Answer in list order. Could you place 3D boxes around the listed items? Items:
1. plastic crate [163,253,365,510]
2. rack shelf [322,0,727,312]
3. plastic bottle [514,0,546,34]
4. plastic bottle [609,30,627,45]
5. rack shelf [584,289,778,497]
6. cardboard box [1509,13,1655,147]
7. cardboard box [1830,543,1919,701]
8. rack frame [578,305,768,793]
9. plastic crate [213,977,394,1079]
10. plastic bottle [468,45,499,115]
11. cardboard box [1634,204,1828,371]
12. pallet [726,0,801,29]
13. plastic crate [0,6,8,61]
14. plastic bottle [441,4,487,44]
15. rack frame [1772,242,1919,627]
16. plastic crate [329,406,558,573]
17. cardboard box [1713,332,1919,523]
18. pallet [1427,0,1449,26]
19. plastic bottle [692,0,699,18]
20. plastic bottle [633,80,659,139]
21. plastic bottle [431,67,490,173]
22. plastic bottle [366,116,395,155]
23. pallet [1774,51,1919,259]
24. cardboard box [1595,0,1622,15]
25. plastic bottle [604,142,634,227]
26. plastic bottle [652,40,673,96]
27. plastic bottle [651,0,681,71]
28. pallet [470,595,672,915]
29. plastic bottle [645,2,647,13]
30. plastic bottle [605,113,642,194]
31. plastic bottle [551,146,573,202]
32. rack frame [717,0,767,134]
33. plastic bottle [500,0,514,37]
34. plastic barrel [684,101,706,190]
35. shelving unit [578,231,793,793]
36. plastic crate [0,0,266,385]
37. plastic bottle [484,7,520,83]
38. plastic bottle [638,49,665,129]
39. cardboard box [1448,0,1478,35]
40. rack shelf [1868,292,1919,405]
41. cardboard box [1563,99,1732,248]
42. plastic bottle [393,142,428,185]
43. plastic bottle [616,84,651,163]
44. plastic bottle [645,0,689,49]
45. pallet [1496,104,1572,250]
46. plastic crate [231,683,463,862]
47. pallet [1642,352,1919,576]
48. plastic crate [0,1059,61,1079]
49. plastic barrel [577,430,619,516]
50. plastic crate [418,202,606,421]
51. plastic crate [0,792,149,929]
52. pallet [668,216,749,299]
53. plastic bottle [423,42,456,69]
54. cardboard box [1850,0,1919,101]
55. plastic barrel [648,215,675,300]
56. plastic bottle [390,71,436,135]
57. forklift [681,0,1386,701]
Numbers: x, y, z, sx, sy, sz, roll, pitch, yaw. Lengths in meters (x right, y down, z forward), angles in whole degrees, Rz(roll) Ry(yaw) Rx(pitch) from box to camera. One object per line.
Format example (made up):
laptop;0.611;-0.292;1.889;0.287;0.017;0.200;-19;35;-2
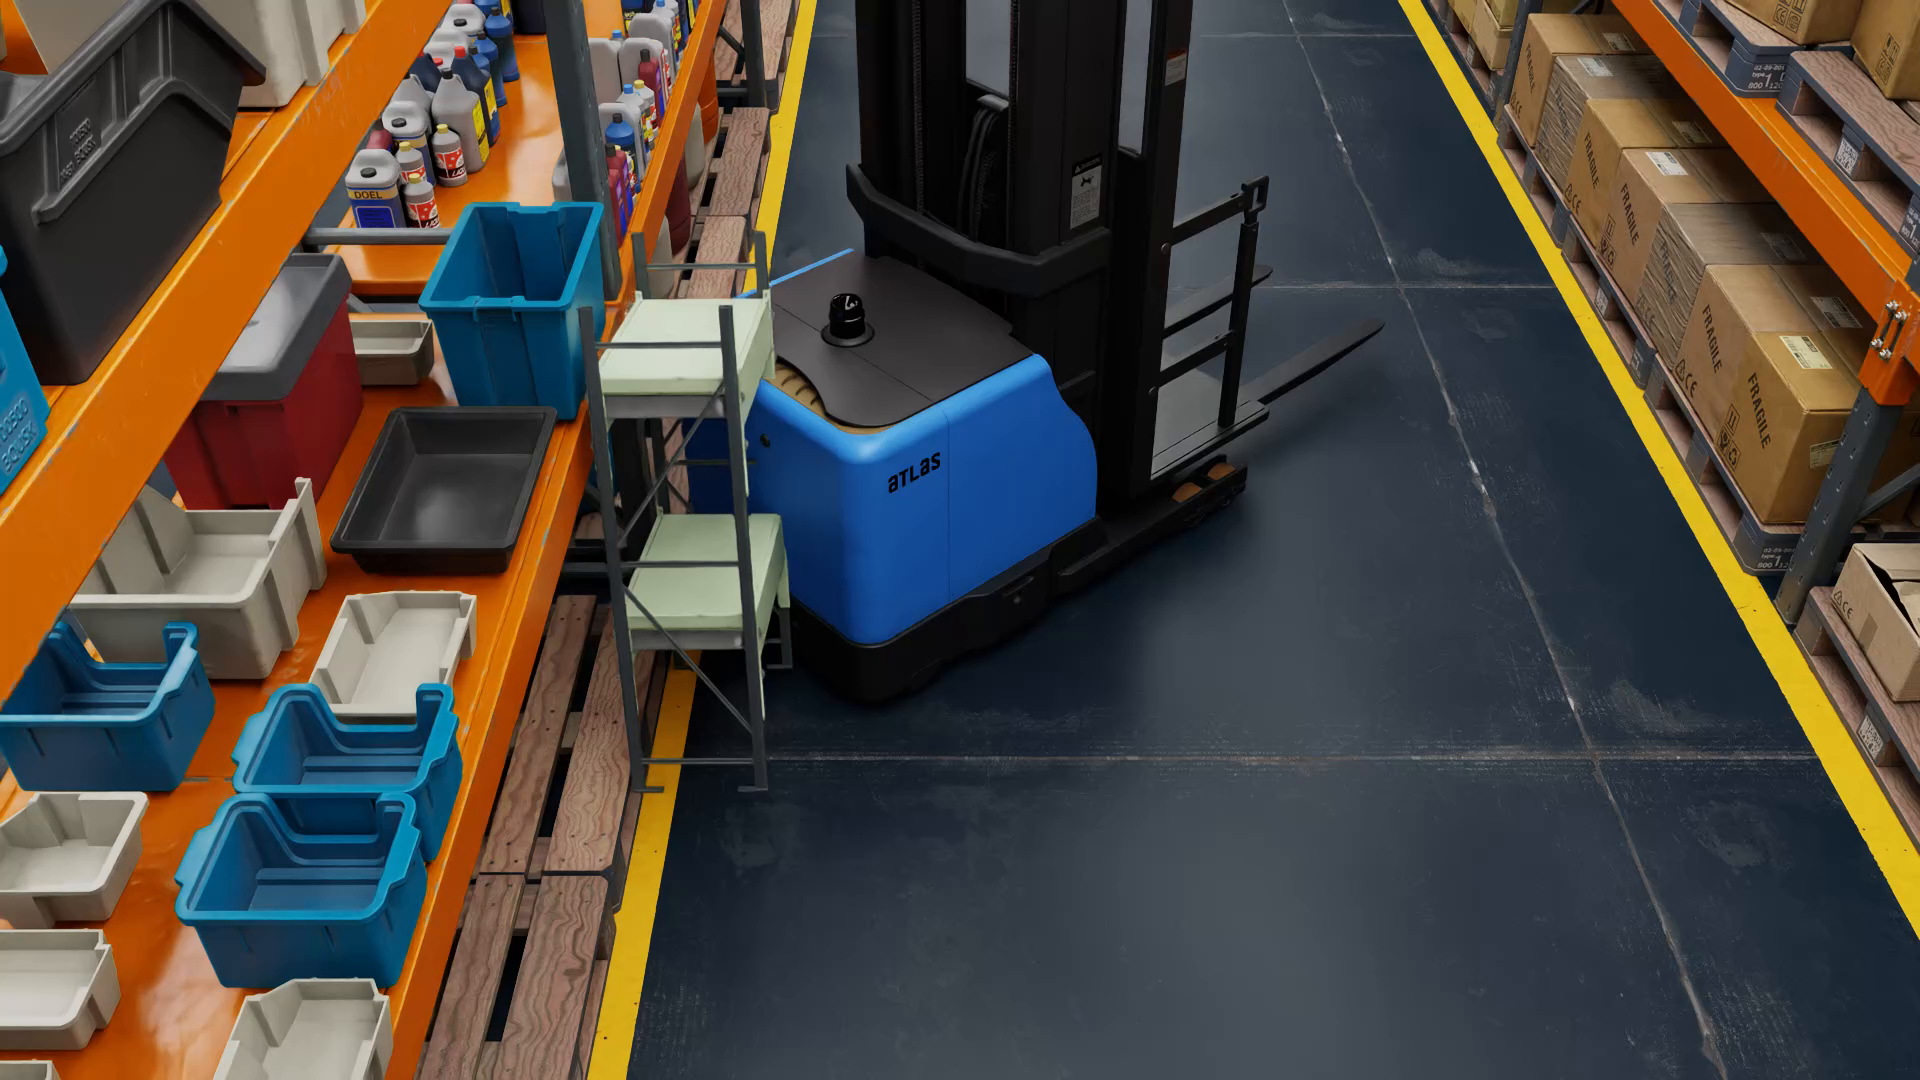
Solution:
plastic crate;-1.790;-0.392;4.241;0.402;0.464;0.583;0;39;0
rack shelf;-1.542;-1.872;6.762;1.077;0.370;4.000;0;39;0
plastic bottle;-1.717;-2.230;6.674;0.144;0.351;0.185;0;39;0
plastic bottle;-1.285;-1.826;6.289;0.097;0.201;0.097;0;39;0
rack shelf;-0.783;-0.439;4.804;0.431;0.370;0.720;0;26;1
cardboard box;3.124;-2.316;8.388;0.500;0.500;0.500;2;39;2
cardboard box;3.198;0.237;5.354;0.500;0.311;0.500;0;39;0
rack frame;-0.783;0.071;4.642;0.400;1.500;0.023;0;26;1
plastic crate;-1.125;0.900;2.892;0.250;0.136;0.298;0;39;0
plastic bottle;-1.740;-1.653;6.017;0.097;0.271;0.097;0;39;0
cardboard box;3.134;-1.030;6.784;0.500;0.500;0.500;0;39;1
pallet;-1.505;-3.560;10.524;1.003;0.211;1.213;0;39;0
plastic crate;-1.786;-0.760;2.612;0.437;0.136;0.530;0;39;0
plastic bottle;-1.865;-1.873;6.287;0.152;0.276;0.135;0;39;0
rack frame;3.414;-0.903;4.978;1.000;3.000;0.127;0;39;0
plastic crate;-1.270;-0.118;4.171;0.437;0.125;0.590;0;39;0
cardboard box;3.126;-0.408;6.007;0.500;0.500;0.500;0;39;0
pallet;3.449;-3.592;10.564;1.003;0.211;1.213;0;39;0
plastic bottle;-1.157;-2.317;6.782;0.144;0.351;0.185;0;39;0
plastic bottle;-1.133;-1.537;5.928;0.097;0.201;0.097;0;39;0
plastic bottle;-1.724;-1.457;5.709;0.144;0.351;0.185;0;39;0
plastic bottle;-1.909;-1.247;5.501;0.061;0.283;0.133;0;39;0
pallet;3.522;-1.328;5.662;1.003;0.211;1.213;0;39;0
cardboard box;3.702;-3.042;9.062;0.500;0.311;0.500;1;39;1
plastic bottle;-1.114;-1.169;5.404;0.061;0.283;0.133;0;39;0
plastic bottle;-1.133;-1.766;6.213;0.097;0.201;0.097;0;39;0
plastic bottle;-1.133;-1.938;6.372;0.097;0.271;0.097;0;39;0
pallet;-1.500;0.646;5.275;1.003;0.211;1.213;0;39;0
plastic bottle;-1.260;-2.275;6.783;0.061;0.283;0.133;0;39;0
plastic bottle;-1.132;-1.298;5.573;0.097;0.271;0.097;0;39;0
plastic bottle;-1.216;-1.128;5.299;0.144;0.351;0.185;0;39;0
rack frame;-1.544;-3.403;8.098;1.000;3.000;0.127;0;39;0
plastic bottle;-1.869;-2.146;6.569;0.144;0.351;0.185;0;39;0
plastic barrel;-1.437;-1.937;7.922;0.421;0.512;0.421;0;39;0
shelving unit;-0.778;-0.087;4.972;0.431;1.500;0.755;0;26;1
plastic crate;-1.262;-0.502;2.129;0.504;0.338;0.767;0;39;0
plastic bottle;-1.740;-1.883;6.303;0.097;0.271;0.097;0;39;0
plastic bottle;-1.115;-1.641;5.993;0.061;0.283;0.133;0;39;0
cardboard box;3.160;-3.146;9.641;0.500;0.250;0.500;0;39;-1
rack shelf;3.416;0.628;3.642;1.077;0.370;4.000;0;39;0
cardboard box;3.126;-1.675;7.588;0.500;0.500;0.500;-1;39;-1
plastic bottle;-1.830;-1.226;5.541;0.097;0.201;0.097;0;39;0
plastic bottle;-1.132;-1.443;5.754;0.097;0.271;0.097;0;39;0
plastic bottle;-1.157;-2.118;6.534;0.144;0.351;0.185;0;39;0
pallet;3.372;-1.849;8.389;1.003;0.211;1.213;0;39;0
plastic crate;-1.208;0.476;3.343;0.416;0.233;0.300;0;39;0
pallet;3.375;-0.323;6.485;1.003;0.211;1.213;0;39;0
plastic crate;-1.703;0.988;2.781;0.396;0.136;0.243;0;39;0
plastic barrel;-1.523;-0.587;5.926;0.600;0.901;0.708;0;39;0
plastic crate;-1.198;-0.627;4.599;0.392;0.384;0.575;0;39;0
plastic crate;-1.747;0.629;3.230;0.298;0.136;0.250;0;39;0
pallet;-1.503;-1.061;7.405;1.003;0.211;1.213;0;39;0
plastic bottle;-1.864;-1.643;6.001;0.152;0.276;0.135;0;39;0
cardboard box;3.573;-1.832;5.722;0.700;0.500;0.500;6;39;7
plastic barrel;-1.435;-1.231;7.041;0.421;0.512;0.421;0;39;0
plastic bottle;-1.868;-1.457;5.709;0.144;0.351;0.185;0;39;0
forklift;0.465;-1.410;5.666;3.031;2.935;1.130;-30;47;-32
